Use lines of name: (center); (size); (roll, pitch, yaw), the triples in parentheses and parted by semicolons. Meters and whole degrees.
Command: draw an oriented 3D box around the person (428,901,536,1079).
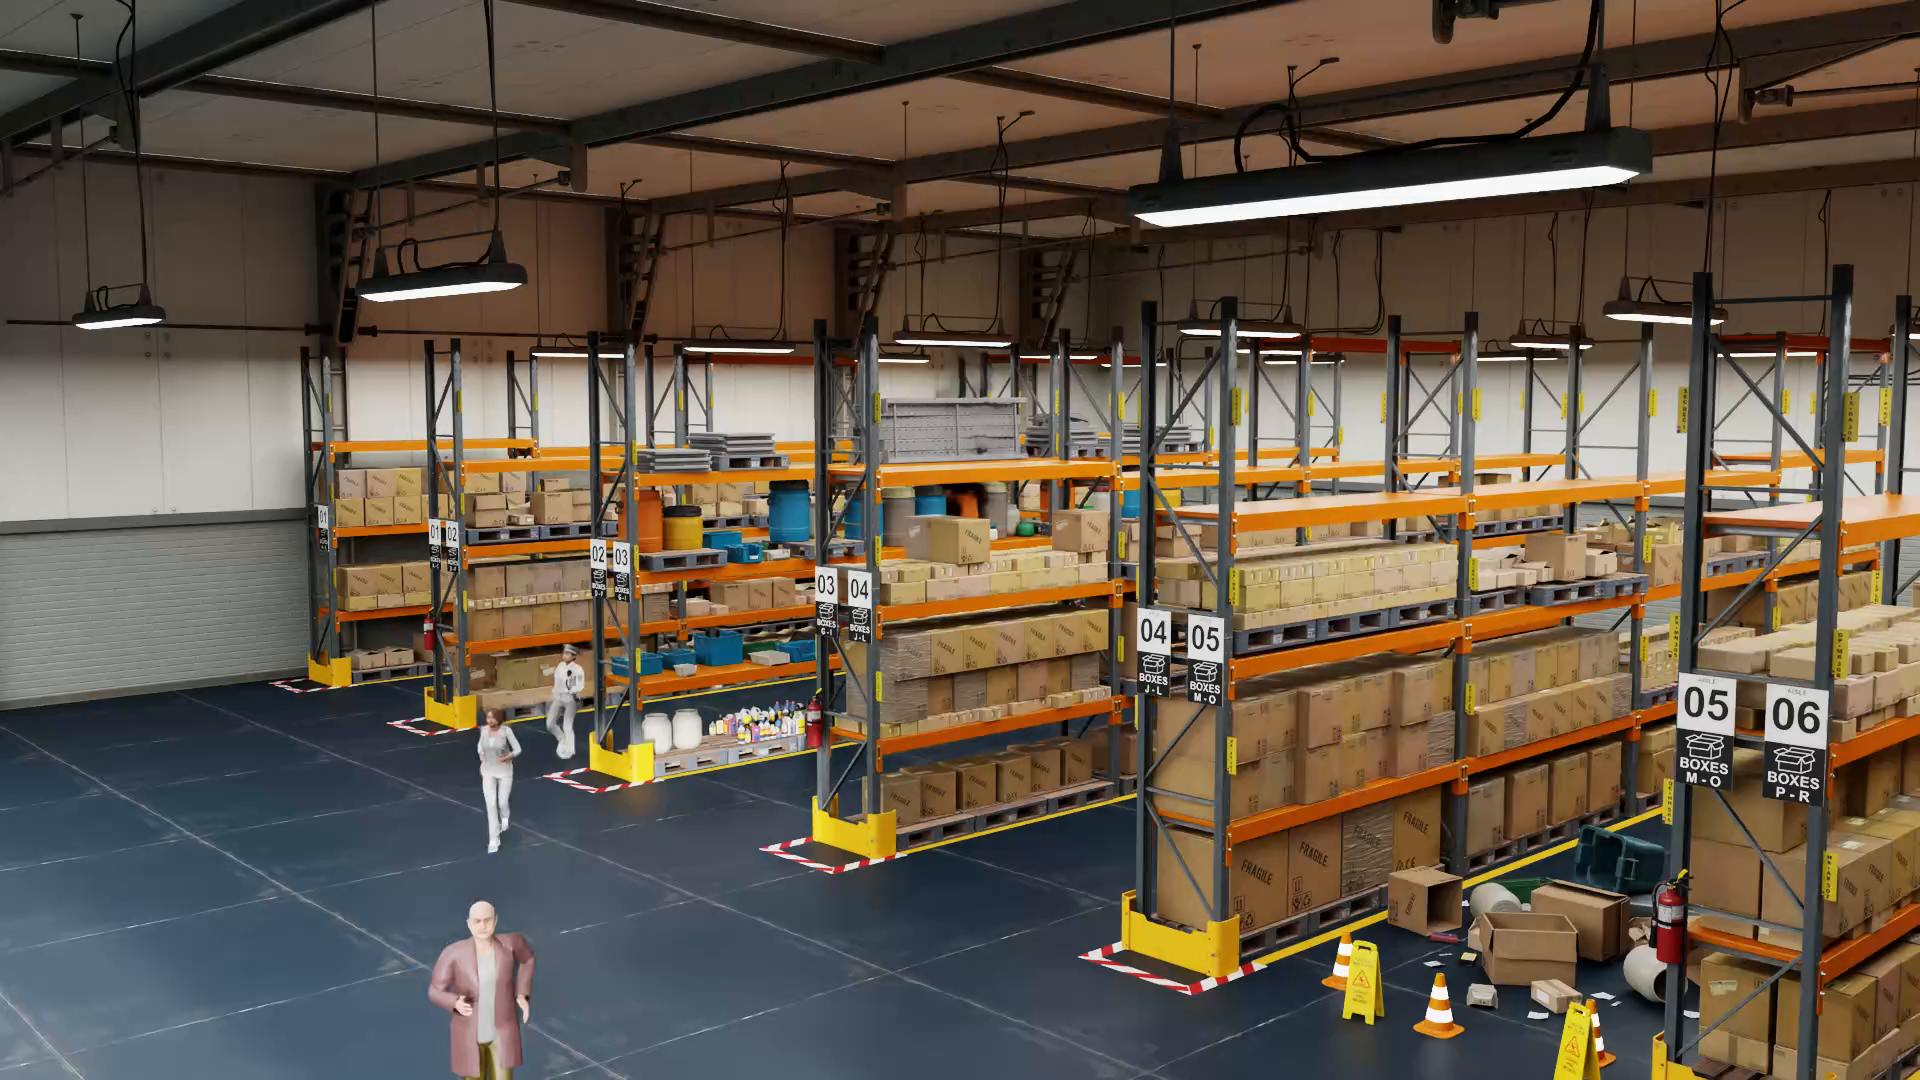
person: (-3.158, 3.281, 11.056); (0.708, 1.777, 1.050); (-2, 5, -19)

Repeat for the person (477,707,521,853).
person: (-5.280, 2.700, 19.044); (0.528, 1.604, 0.791); (0, 5, -3)

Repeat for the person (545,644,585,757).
person: (-5.543, 2.275, 23.461); (0.587, 1.658, 0.549); (2, 5, 24)
